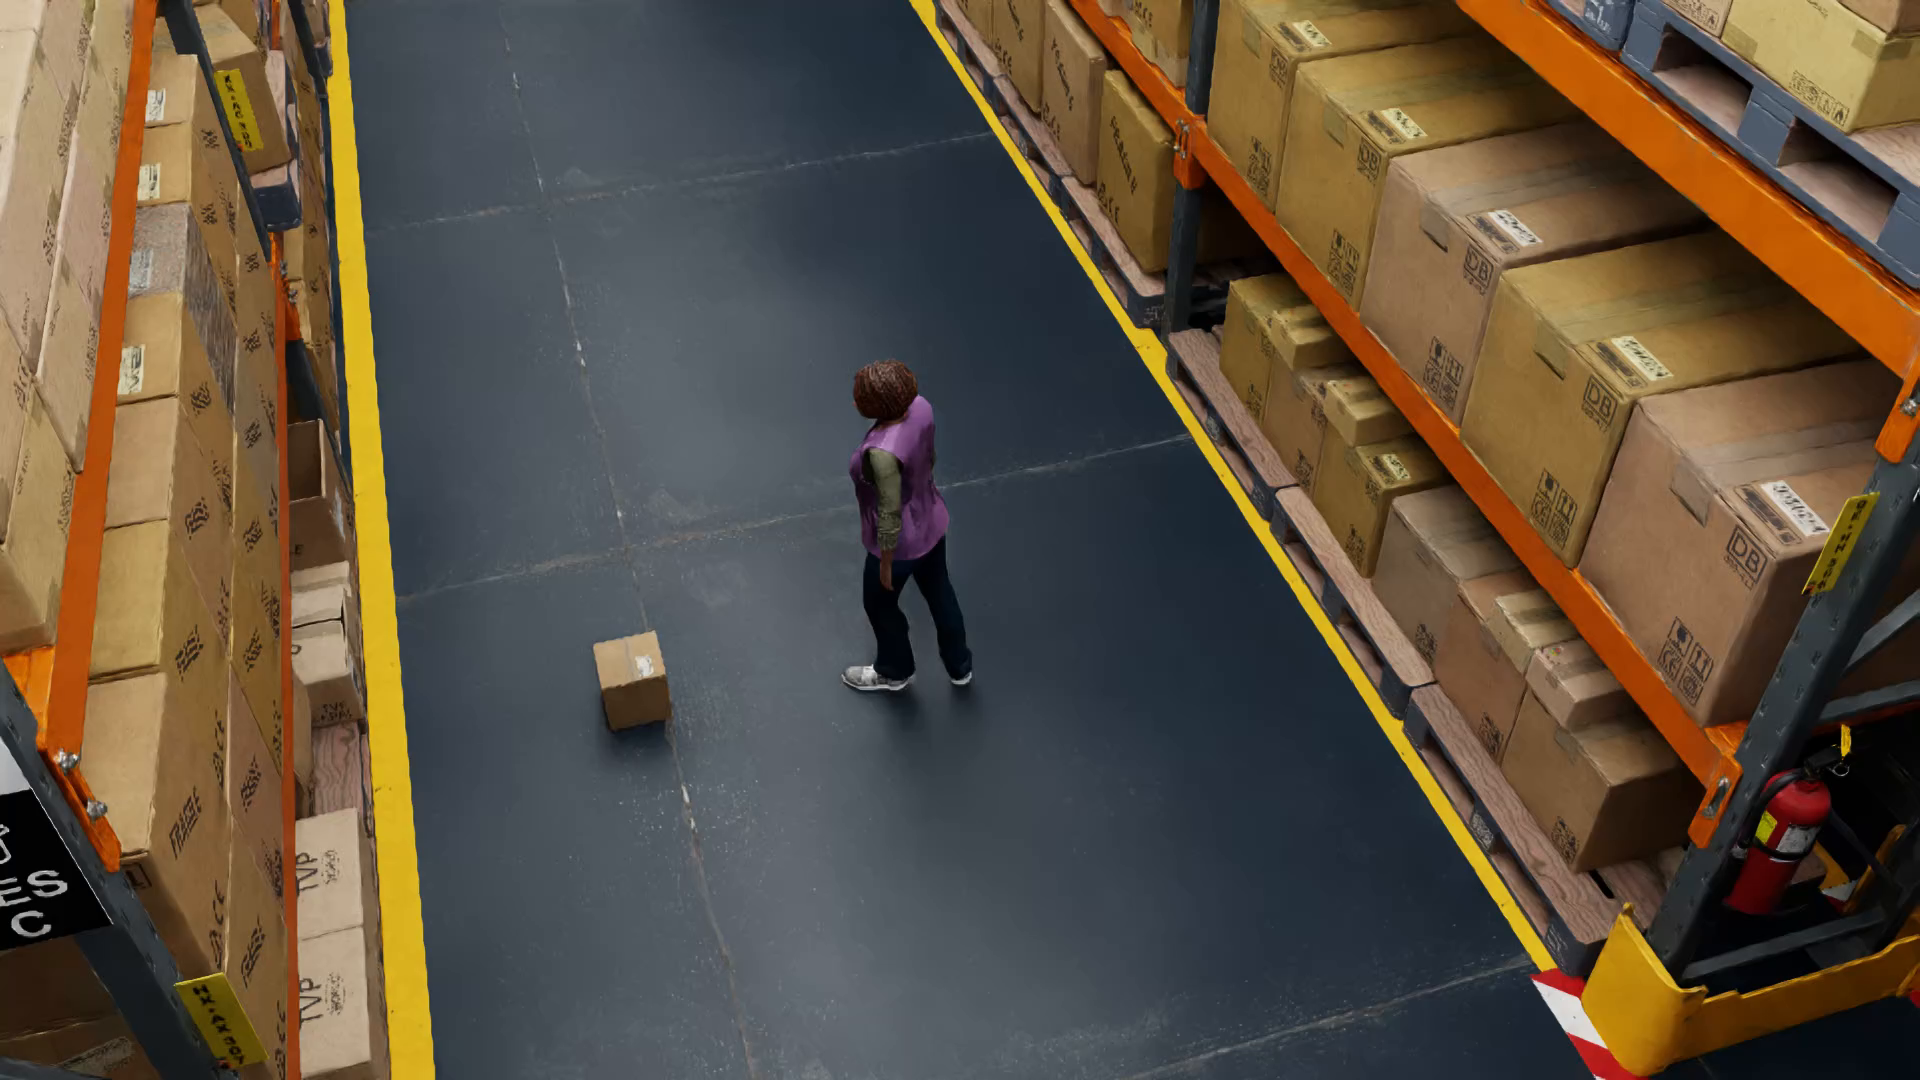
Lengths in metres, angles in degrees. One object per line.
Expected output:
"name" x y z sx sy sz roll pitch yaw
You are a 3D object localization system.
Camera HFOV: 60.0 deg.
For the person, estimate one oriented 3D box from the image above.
"person" -0.196 -0.032 6.201 0.487 1.596 0.479 19 46 19
